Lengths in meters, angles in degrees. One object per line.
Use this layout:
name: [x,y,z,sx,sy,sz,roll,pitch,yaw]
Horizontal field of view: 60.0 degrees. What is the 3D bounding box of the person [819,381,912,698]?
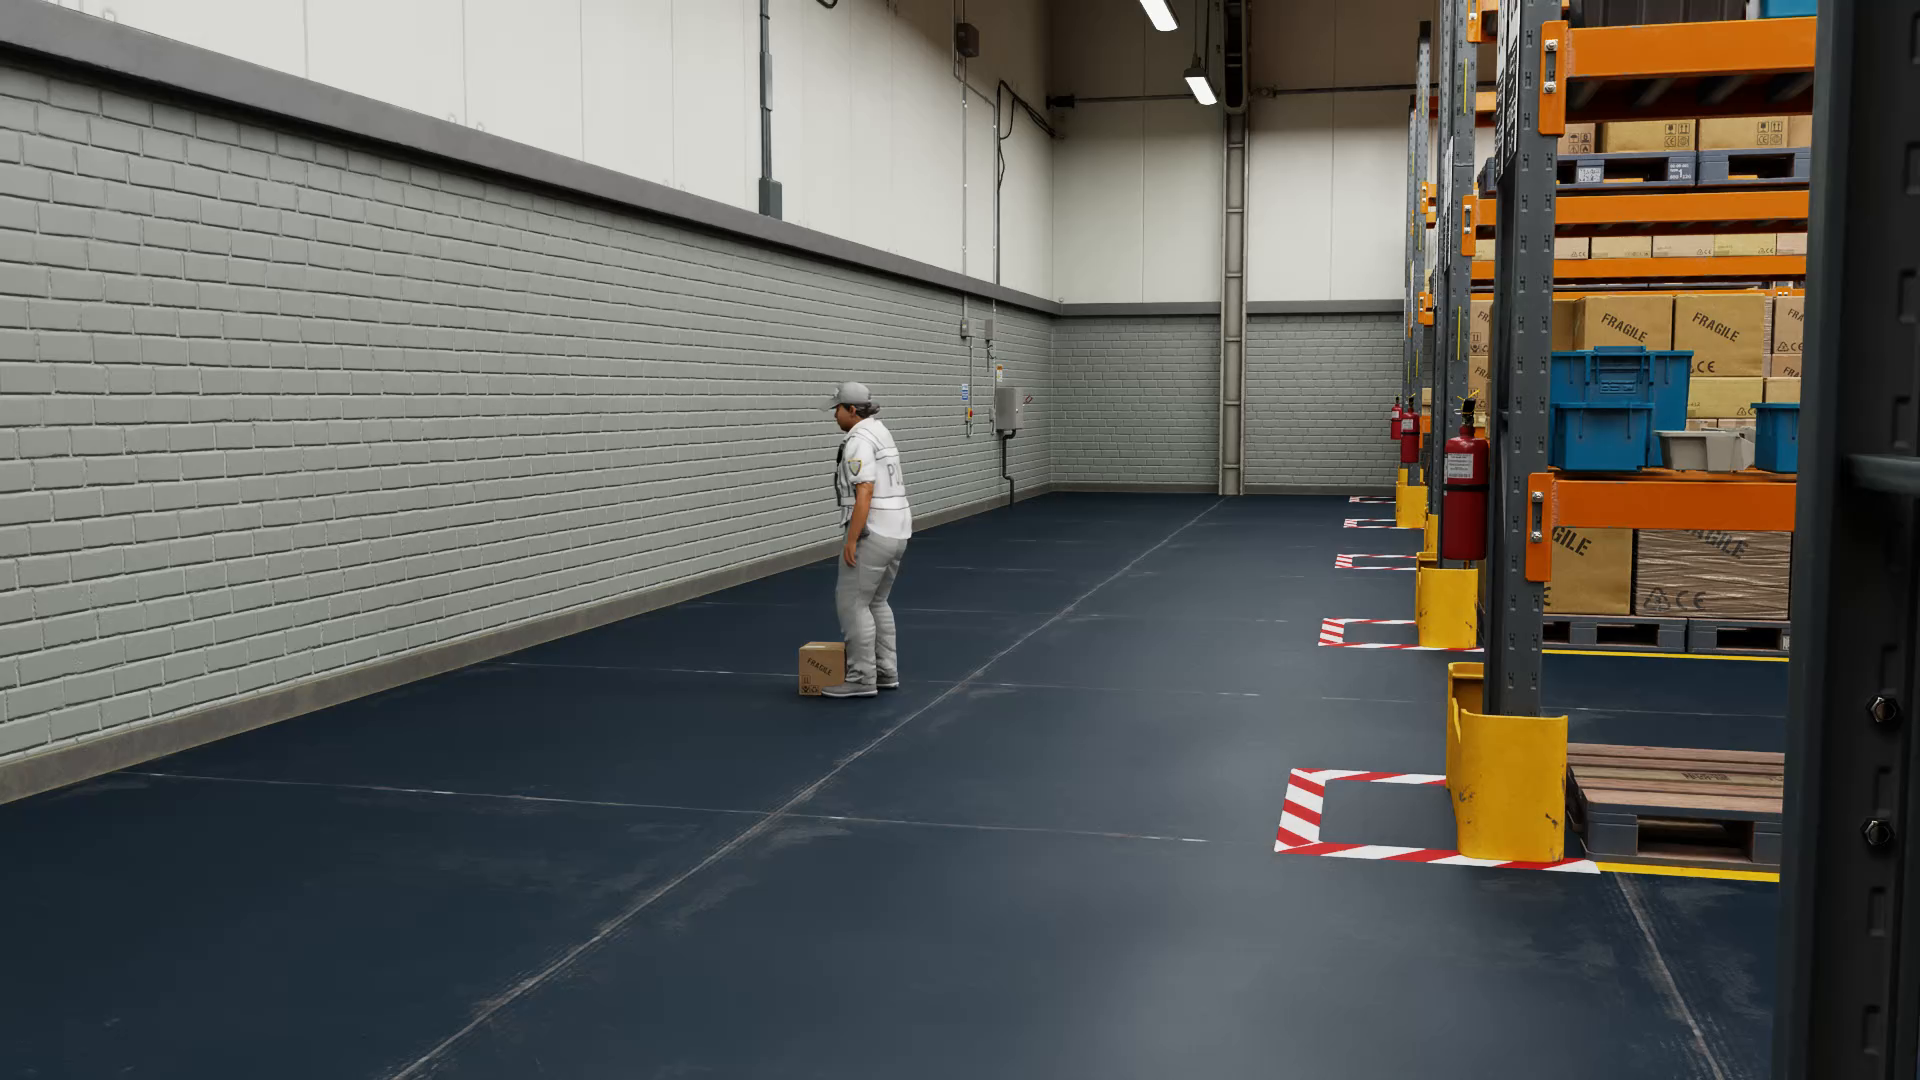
person: [-0.504,-0.008,8.841,0.473,1.666,0.548,1,5,13]
